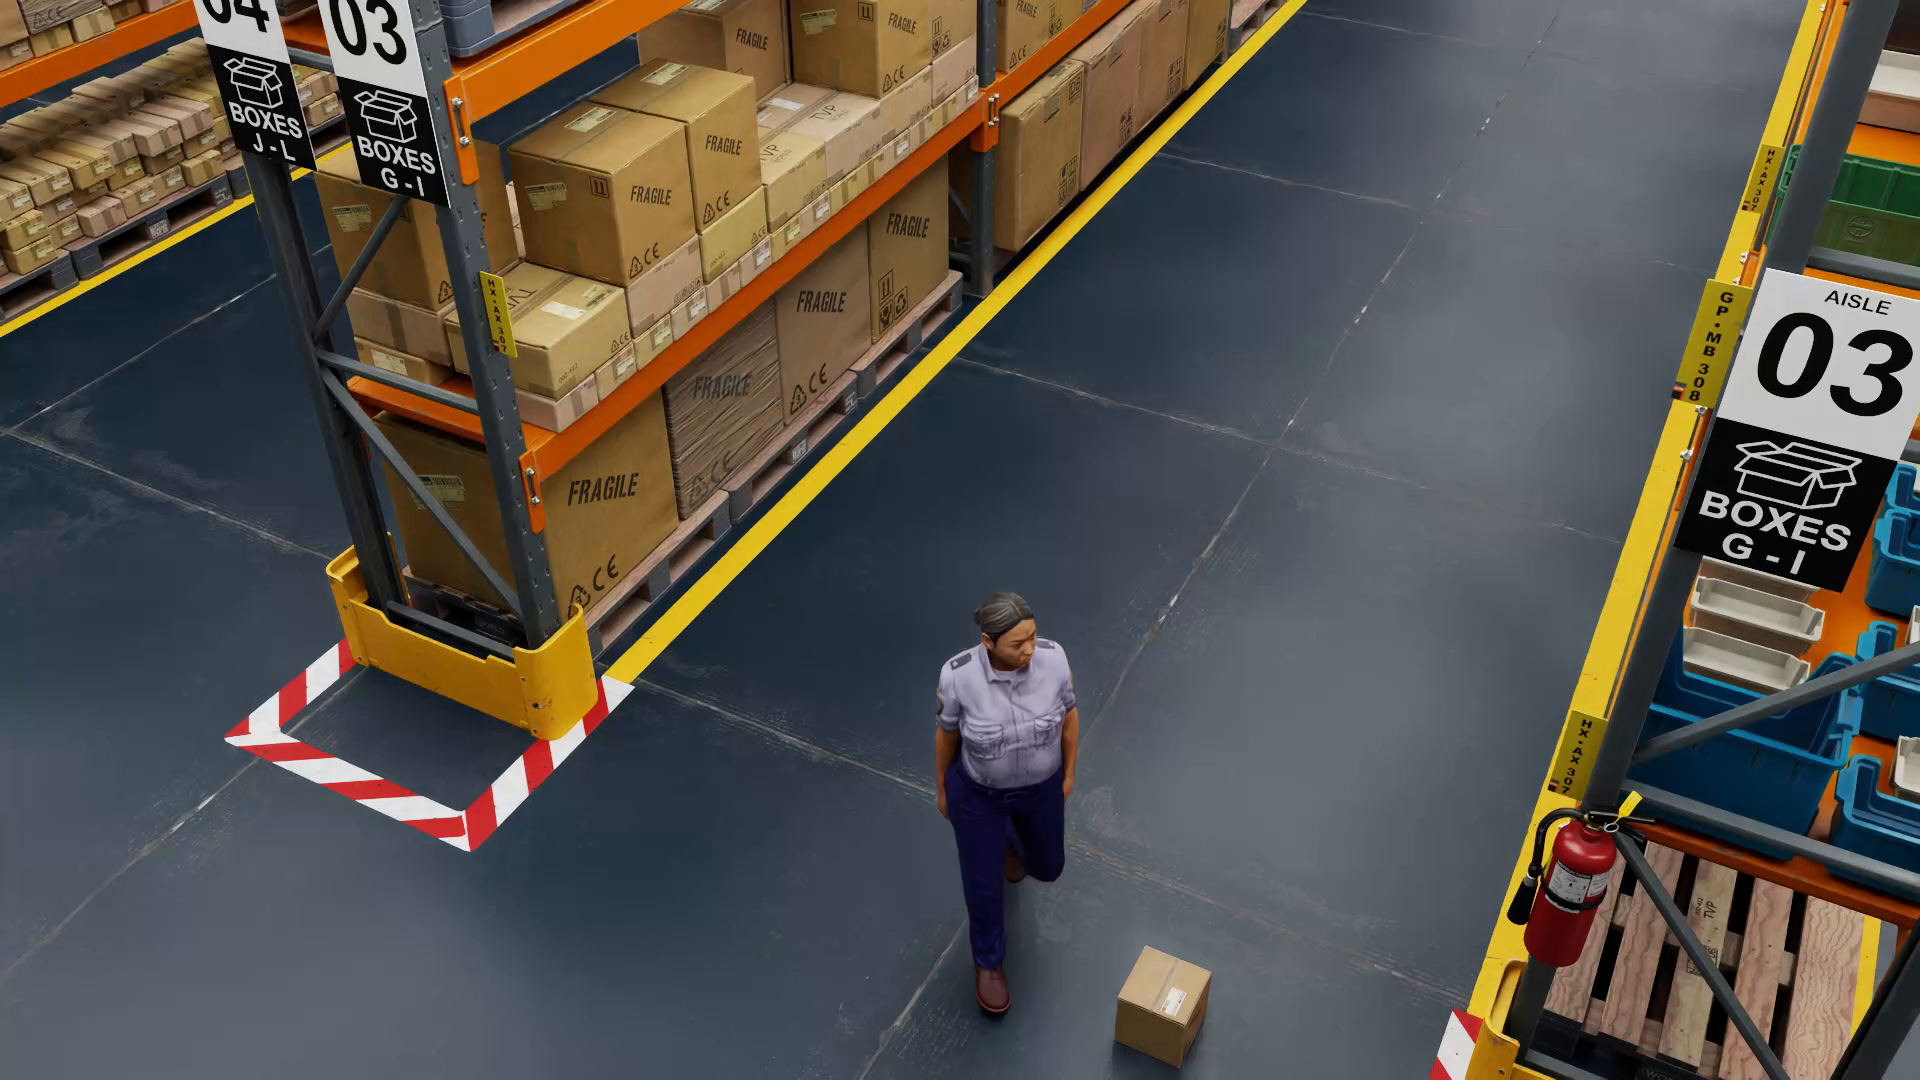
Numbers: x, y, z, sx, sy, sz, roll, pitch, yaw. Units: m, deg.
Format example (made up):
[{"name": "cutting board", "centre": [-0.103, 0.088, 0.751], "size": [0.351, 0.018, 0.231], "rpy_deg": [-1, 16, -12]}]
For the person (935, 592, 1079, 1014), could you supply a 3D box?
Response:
[{"name": "person", "centre": [0.165, 0.827, 5.700], "size": [0.492, 1.619, 0.725], "rpy_deg": [-8, 39, -10]}]
